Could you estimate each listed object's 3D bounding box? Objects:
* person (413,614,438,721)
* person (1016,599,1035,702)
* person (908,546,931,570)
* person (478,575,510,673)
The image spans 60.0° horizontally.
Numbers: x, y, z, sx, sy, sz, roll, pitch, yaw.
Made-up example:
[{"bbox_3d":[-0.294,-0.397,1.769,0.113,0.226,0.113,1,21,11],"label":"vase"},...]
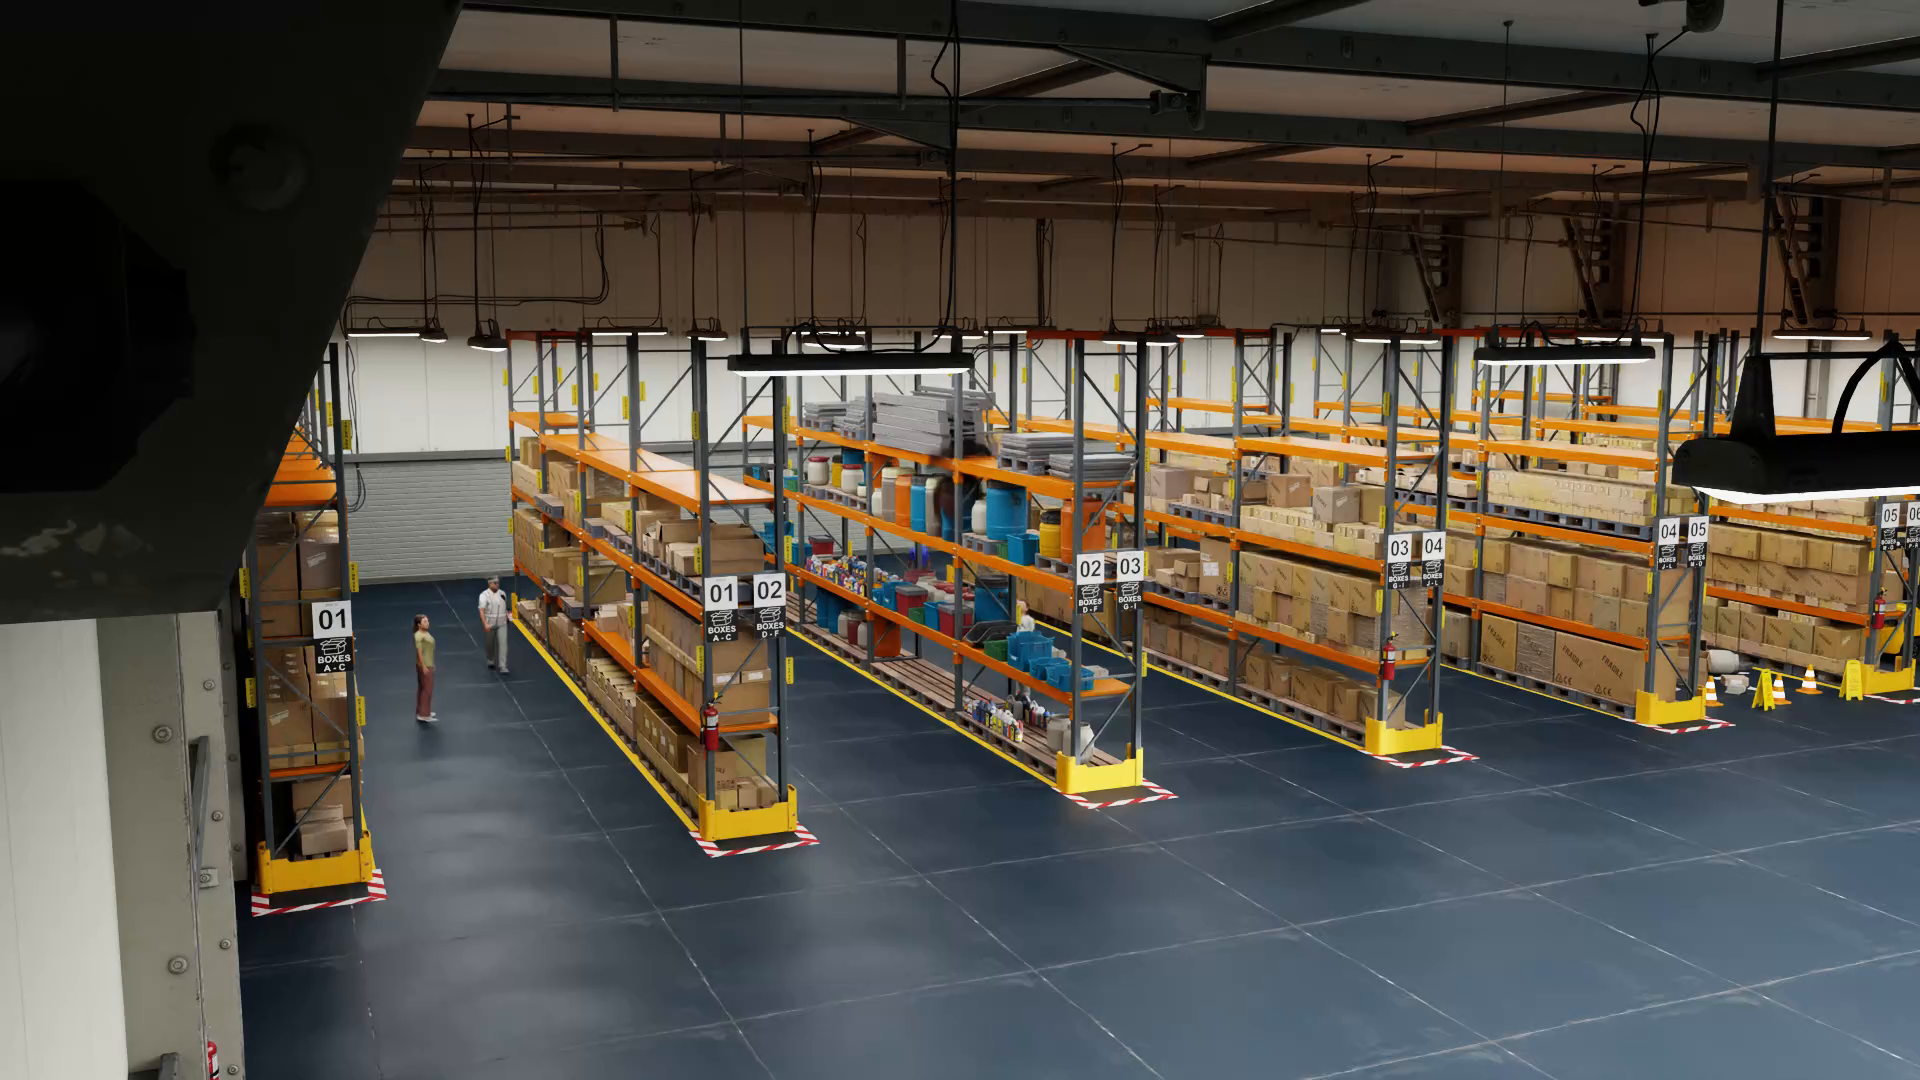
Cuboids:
[{"bbox_3d":[-8.353,1.999,25.987,0.344,1.708,0.469,-3,8,-24],"label":"person"},{"bbox_3d":[0.993,1.822,27.279,0.476,1.675,0.599,1,8,4],"label":"person"},{"bbox_3d":[-0.877,0.683,35.659,0.450,1.604,0.951,-4,9,-28],"label":"person"},{"bbox_3d":[-8.254,1.473,29.474,0.532,1.730,1.032,-3,8,-18],"label":"person"}]
